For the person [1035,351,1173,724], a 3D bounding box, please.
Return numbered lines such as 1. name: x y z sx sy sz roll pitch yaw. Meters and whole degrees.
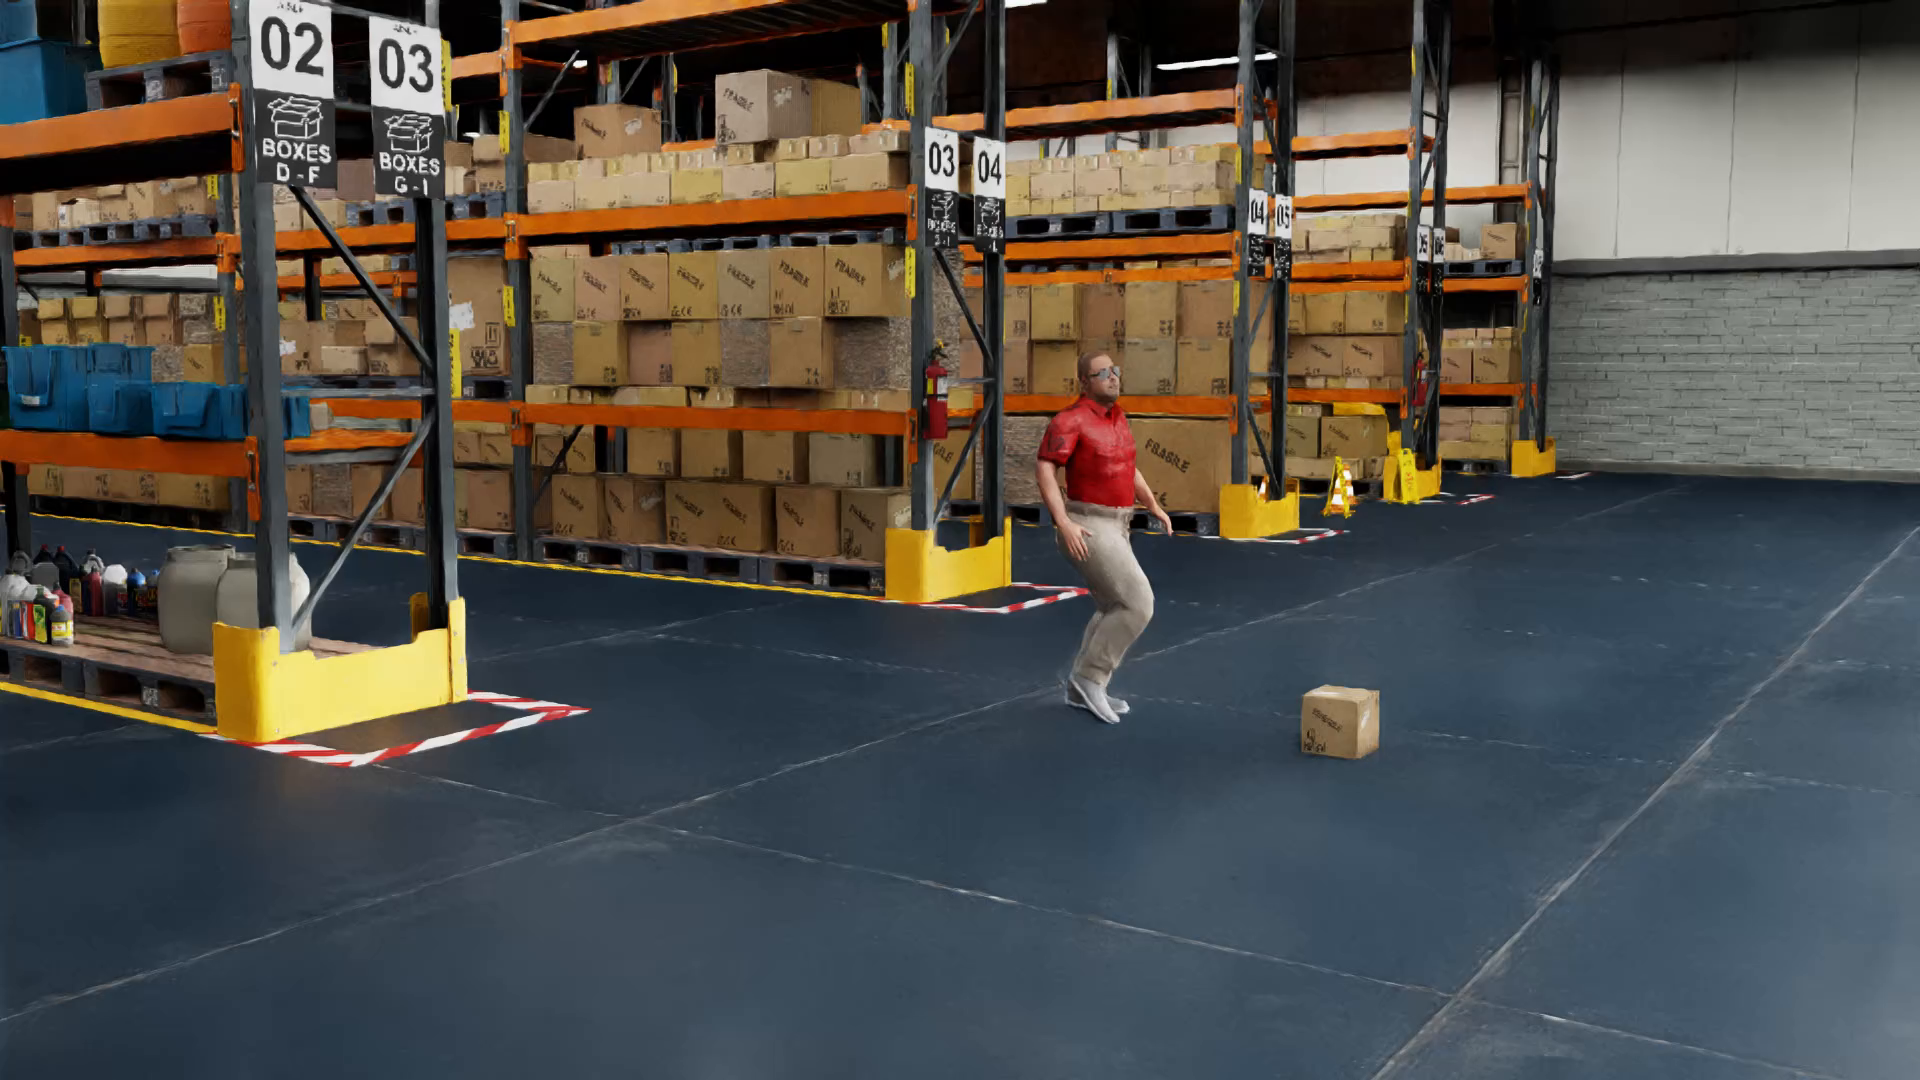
1. person: 0.690 -0.014 7.749 0.535 1.725 0.692 3 7 24
